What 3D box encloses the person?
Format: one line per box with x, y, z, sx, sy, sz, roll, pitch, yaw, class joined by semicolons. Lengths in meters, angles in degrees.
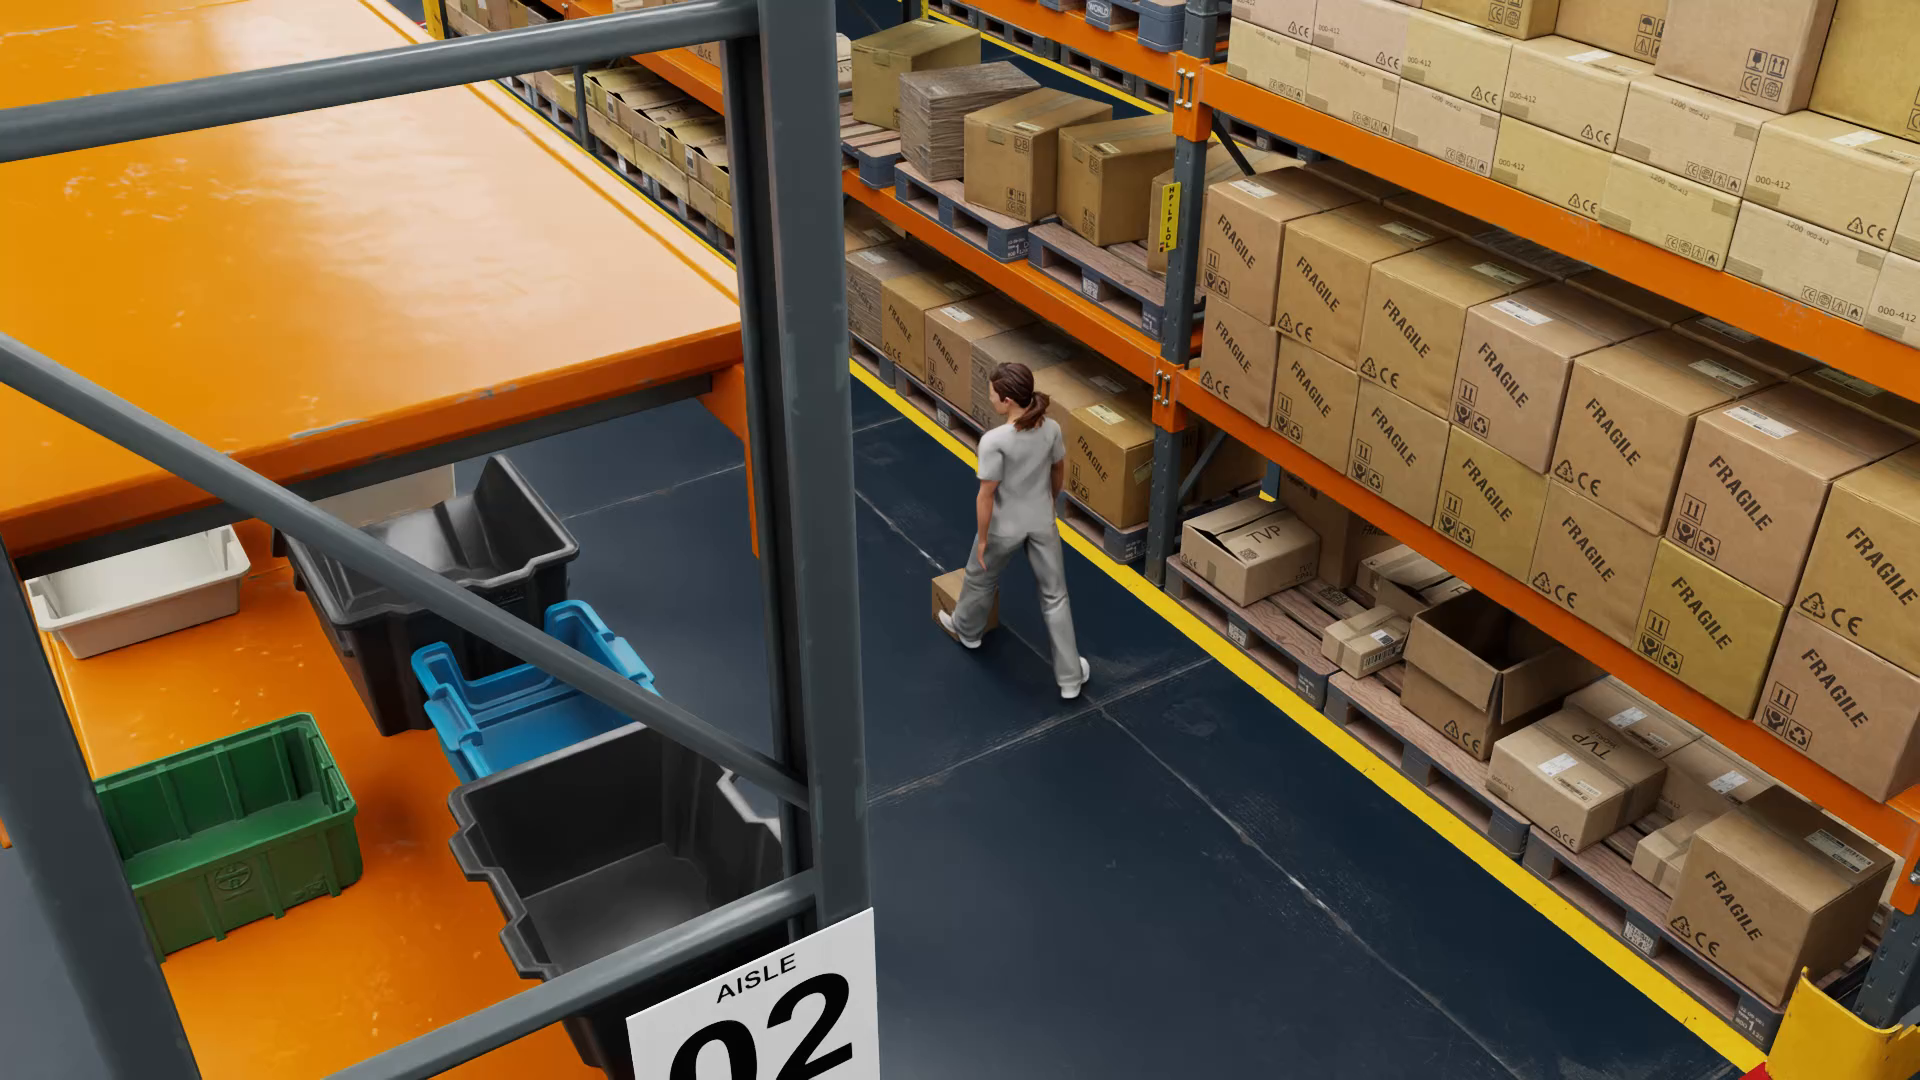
0.292;-0.099;7.855;0.572;1.639;0.871;-11;34;-16;person
